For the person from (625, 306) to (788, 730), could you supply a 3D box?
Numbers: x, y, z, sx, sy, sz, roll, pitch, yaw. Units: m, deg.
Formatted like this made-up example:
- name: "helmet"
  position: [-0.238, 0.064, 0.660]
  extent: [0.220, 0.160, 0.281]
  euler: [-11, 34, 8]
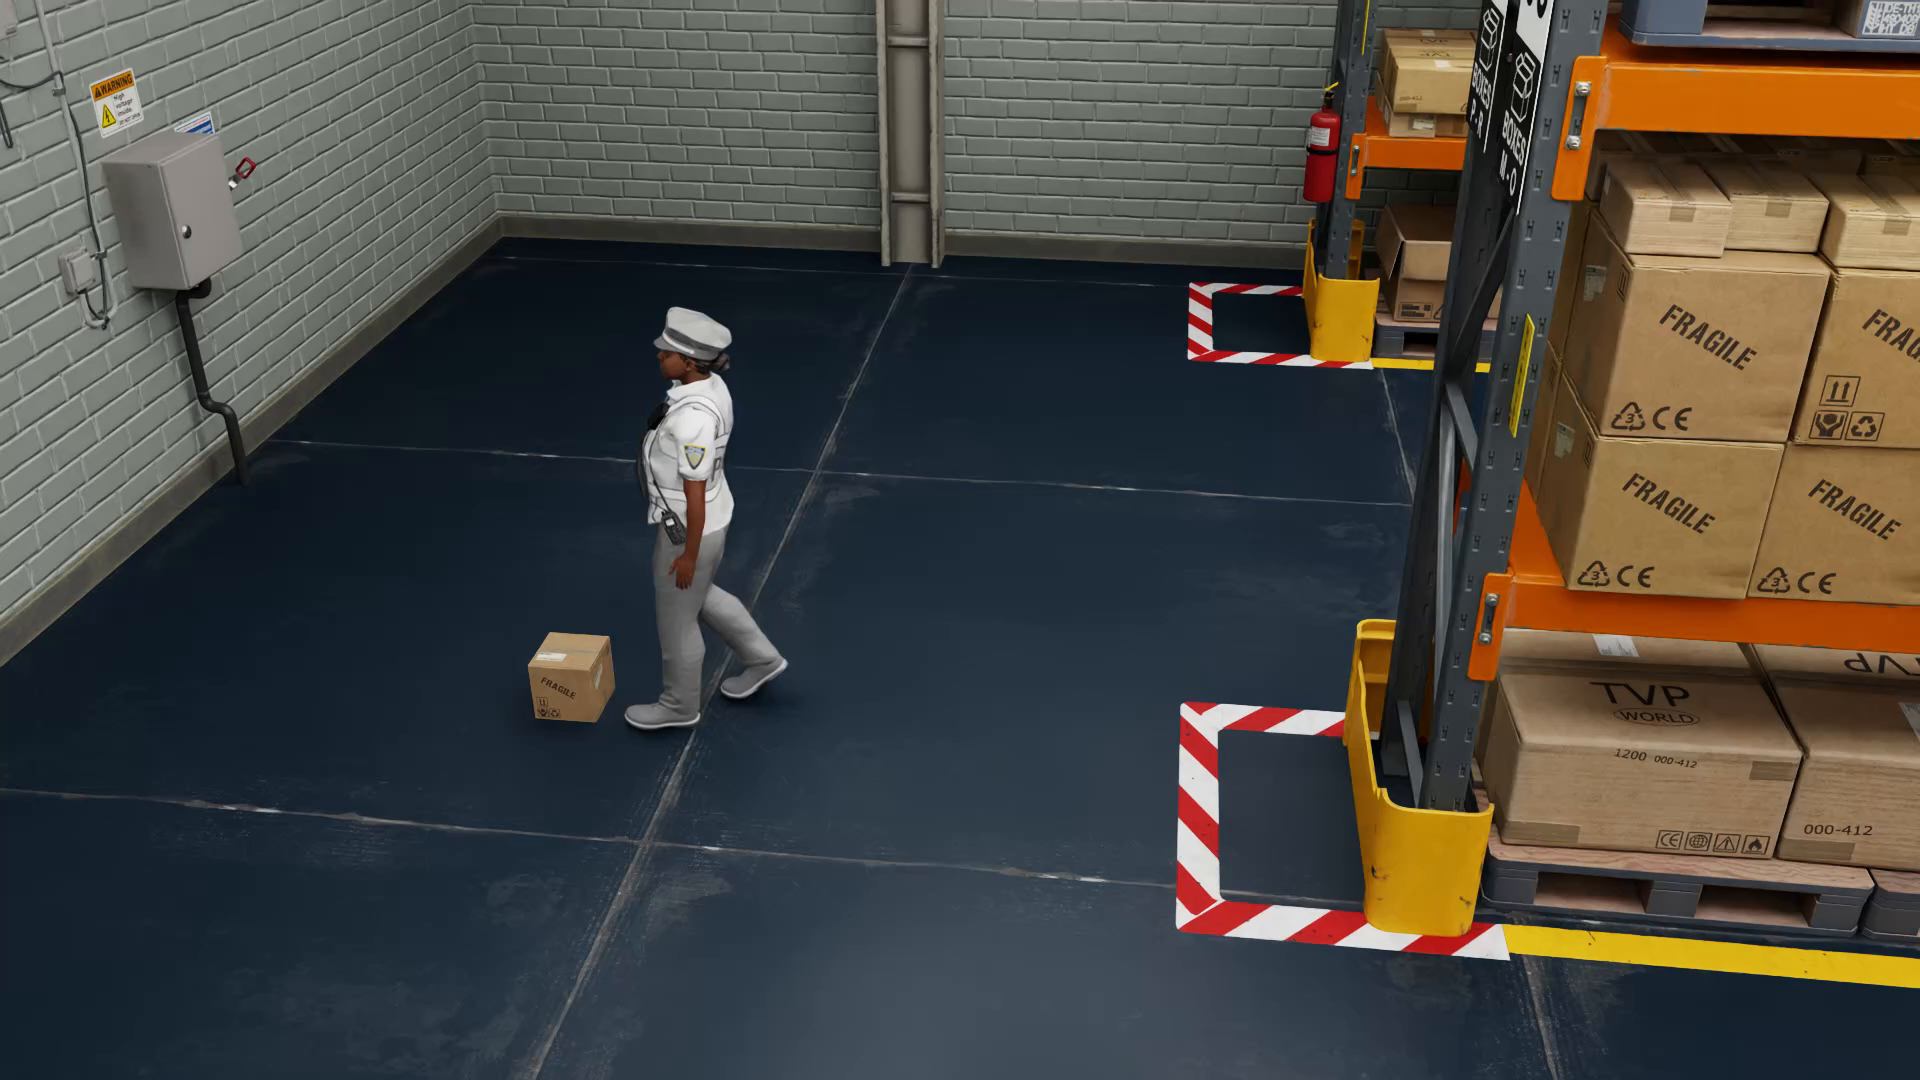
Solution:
- name: "person"
  position: [-1.001, -0.065, 6.195]
  extent: [0.623, 1.685, 0.465]
  euler: [1, 29, 1]
